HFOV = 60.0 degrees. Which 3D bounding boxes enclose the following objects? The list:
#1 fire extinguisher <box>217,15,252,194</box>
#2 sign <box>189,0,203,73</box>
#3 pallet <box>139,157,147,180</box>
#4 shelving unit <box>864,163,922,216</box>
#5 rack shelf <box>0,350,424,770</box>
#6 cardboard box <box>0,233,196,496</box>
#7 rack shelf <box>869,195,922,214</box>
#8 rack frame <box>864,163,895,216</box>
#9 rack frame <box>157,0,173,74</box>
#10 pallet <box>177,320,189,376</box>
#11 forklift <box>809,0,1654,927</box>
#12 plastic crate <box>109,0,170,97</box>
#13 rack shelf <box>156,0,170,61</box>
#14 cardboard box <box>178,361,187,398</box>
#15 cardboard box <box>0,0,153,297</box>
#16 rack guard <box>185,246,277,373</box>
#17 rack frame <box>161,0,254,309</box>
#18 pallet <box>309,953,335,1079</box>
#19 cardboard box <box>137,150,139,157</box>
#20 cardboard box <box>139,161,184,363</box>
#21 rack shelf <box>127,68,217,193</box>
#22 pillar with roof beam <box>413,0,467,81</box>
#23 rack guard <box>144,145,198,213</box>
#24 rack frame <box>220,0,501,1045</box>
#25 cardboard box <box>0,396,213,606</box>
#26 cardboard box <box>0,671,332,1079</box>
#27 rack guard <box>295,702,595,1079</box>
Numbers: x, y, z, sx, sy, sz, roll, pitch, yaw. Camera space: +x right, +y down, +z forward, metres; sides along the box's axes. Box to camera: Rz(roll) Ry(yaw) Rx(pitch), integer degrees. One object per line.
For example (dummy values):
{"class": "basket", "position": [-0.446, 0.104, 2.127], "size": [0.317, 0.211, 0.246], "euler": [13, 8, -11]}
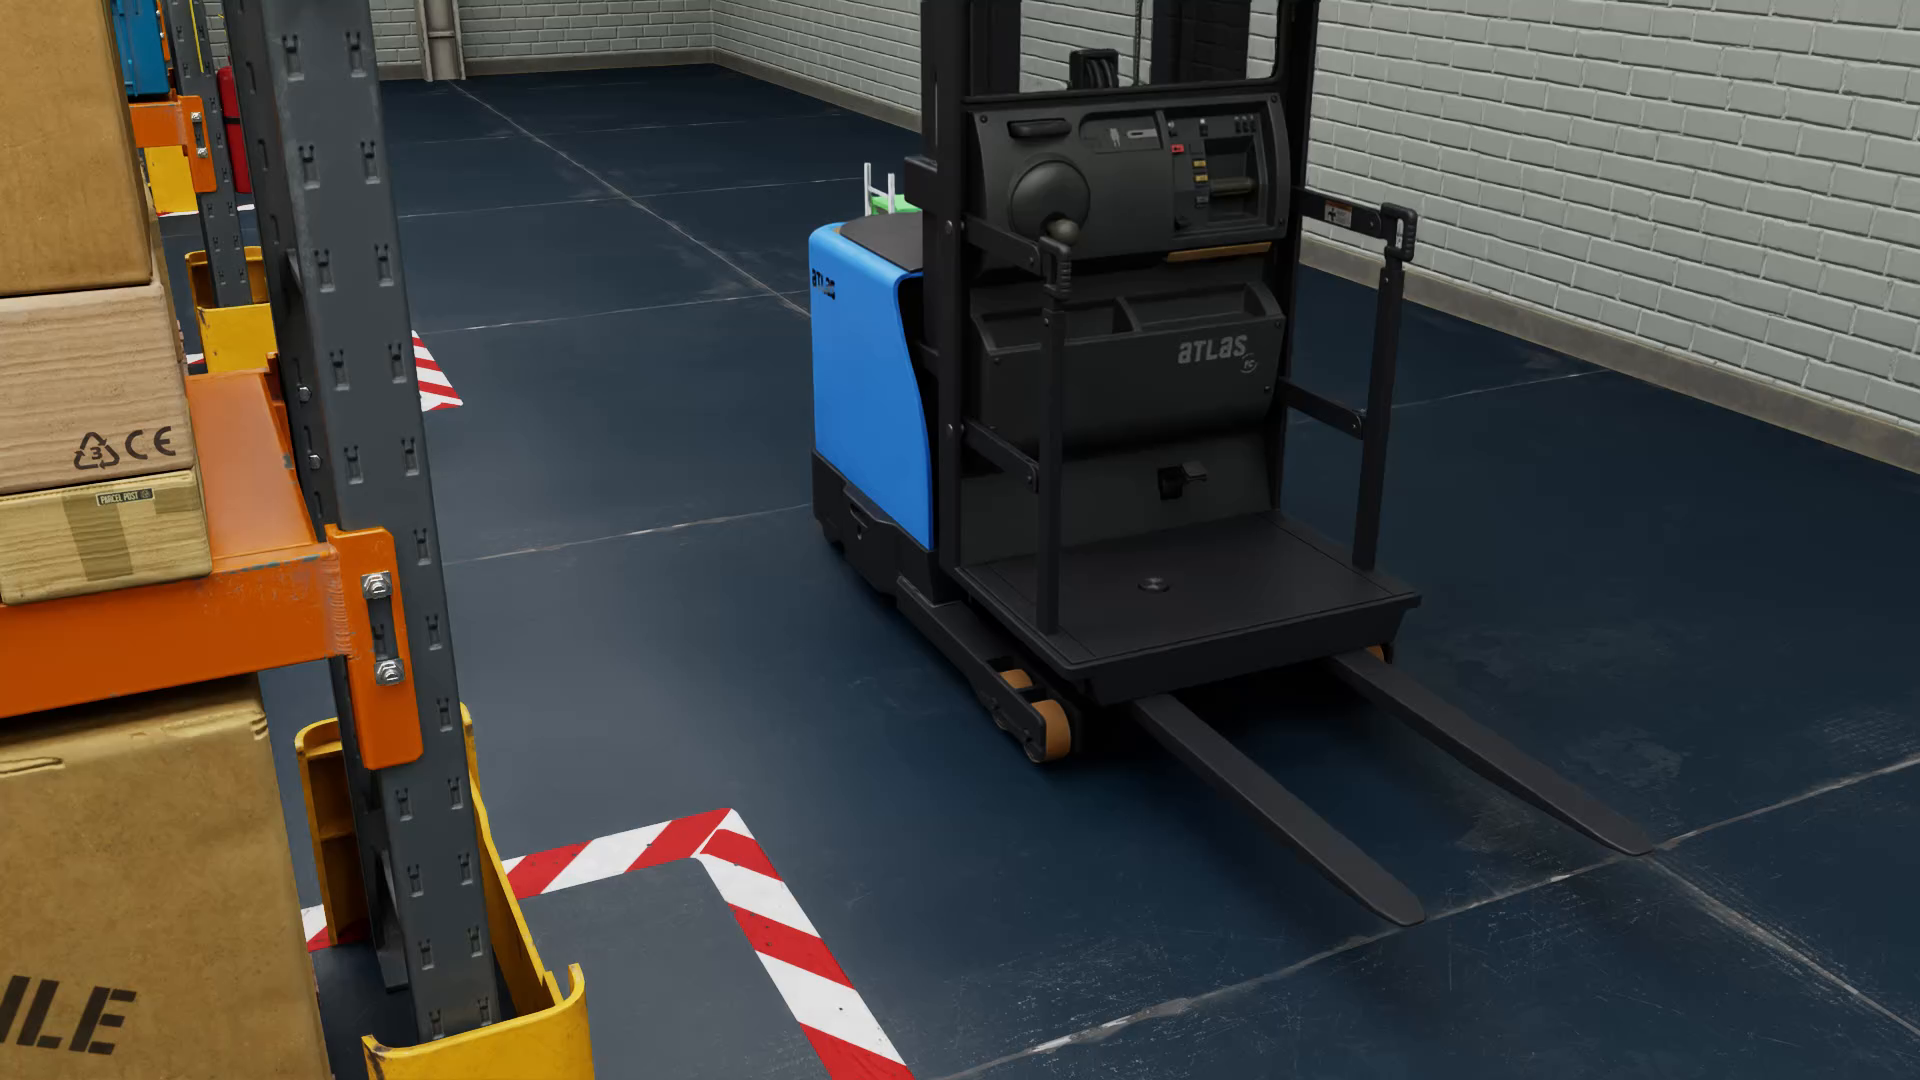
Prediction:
{"class": "fire extinguisher", "position": [-2.832, -1.722, 6.577], "size": [0.183, 0.674, 0.296], "euler": [-10, 25, -24]}
{"class": "sign", "position": [-2.911, -1.950, 6.326], "size": [0.005, 0.325, 0.100], "euler": [-10, 25, -24]}
{"class": "pallet", "position": [-6.096, -2.336, 11.117], "size": [1.213, 0.211, 1.003], "euler": [-10, 25, -24]}
{"class": "shelving unit", "position": [-0.054, -0.752, 5.997], "size": [0.503, 1.200, 0.258], "euler": [-10, 24, -23]}
{"class": "rack shelf", "position": [-2.819, 0.309, 2.021], "size": [4.000, 0.370, 1.077], "euler": [-10, 25, -24]}
{"class": "cardboard box", "position": [-1.338, -0.251, 2.242], "size": [0.500, 0.250, 0.500], "euler": [-11, 25, -24]}
{"class": "rack shelf", "position": [-0.054, -1.137, 5.839], "size": [0.480, 0.148, 0.258], "euler": [-10, 24, -23]}
{"class": "rack frame", "position": [-0.276, -0.713, 5.904], "size": [0.015, 1.200, 0.240], "euler": [-10, 24, -23]}
{"class": "rack frame", "position": [-5.309, -3.769, 10.934], "size": [0.127, 3.000, 1.000], "euler": [-10, 25, -24]}
{"class": "pallet", "position": [-3.924, -0.650, 7.044], "size": [1.213, 0.211, 1.003], "euler": [-10, 25, -24]}
{"class": "forklift", "position": [0.560, -0.960, 4.236], "size": [1.130, 2.935, 3.031], "euler": [-10, 24, -23]}
{"class": "plastic crate", "position": [-3.385, -1.986, 6.501], "size": [0.499, 0.435, 0.616], "euler": [-10, 25, -24]}
{"class": "rack shelf", "position": [-7.112, -3.105, 10.270], "size": [4.000, 0.370, 1.077], "euler": [-10, 25, -24]}
{"class": "cardboard box", "position": [-1.479, -0.293, 2.865], "size": [0.250, 0.149, 0.380], "euler": [-10, 25, -23]}
{"class": "cardboard box", "position": [-1.341, -0.598, 2.099], "size": [0.500, 0.500, 0.500], "euler": [-10, 25, -23]}
{"class": "rack guard", "position": [-3.149, -0.915, 7.307], "size": [0.348, 0.500, 1.175], "euler": [-10, 25, -24]}
{"class": "rack frame", "position": [-3.165, -2.062, 6.808], "size": [0.127, 3.000, 1.000], "euler": [-10, 25, -24]}
{"class": "pallet", "position": [-1.703, 1.093, 2.833], "size": [1.213, 0.211, 1.003], "euler": [-10, 25, -24]}
{"class": "cardboard box", "position": [-5.836, -2.704, 11.513], "size": [0.250, 0.149, 0.380], "euler": [-10, 25, -24]}
{"class": "cardboard box", "position": [-1.566, -0.436, 2.689], "size": [0.500, 0.250, 0.500], "euler": [-11, 25, -25]}
{"class": "rack shelf", "position": [-4.967, -1.397, 6.145], "size": [4.000, 0.370, 1.077], "euler": [-10, 25, -24]}
{"class": "pillar with roof beam", "position": [-3.536, -7.510, 12.127], "size": [0.400, 9.000, 9.100], "euler": [-10, 25, -24]}
{"class": "rack guard", "position": [-5.378, -2.602, 11.382], "size": [0.348, 0.500, 1.175], "euler": [-10, 25, -24]}
{"class": "rack frame", "position": [-1.016, -0.355, 2.685], "size": [0.127, 3.000, 1.000], "euler": [-10, 25, -24]}
{"class": "cardboard box", "position": [-1.194, -0.066, 2.316], "size": [0.250, 0.149, 0.380], "euler": [-10, 24, -23]}
{"class": "cardboard box", "position": [-1.558, 0.567, 2.688], "size": [0.875, 0.875, 0.875], "euler": [-10, 25, -24]}
{"class": "rack guard", "position": [-0.995, 0.796, 3.173], "size": [0.348, 0.500, 1.175], "euler": [-10, 25, -24]}
